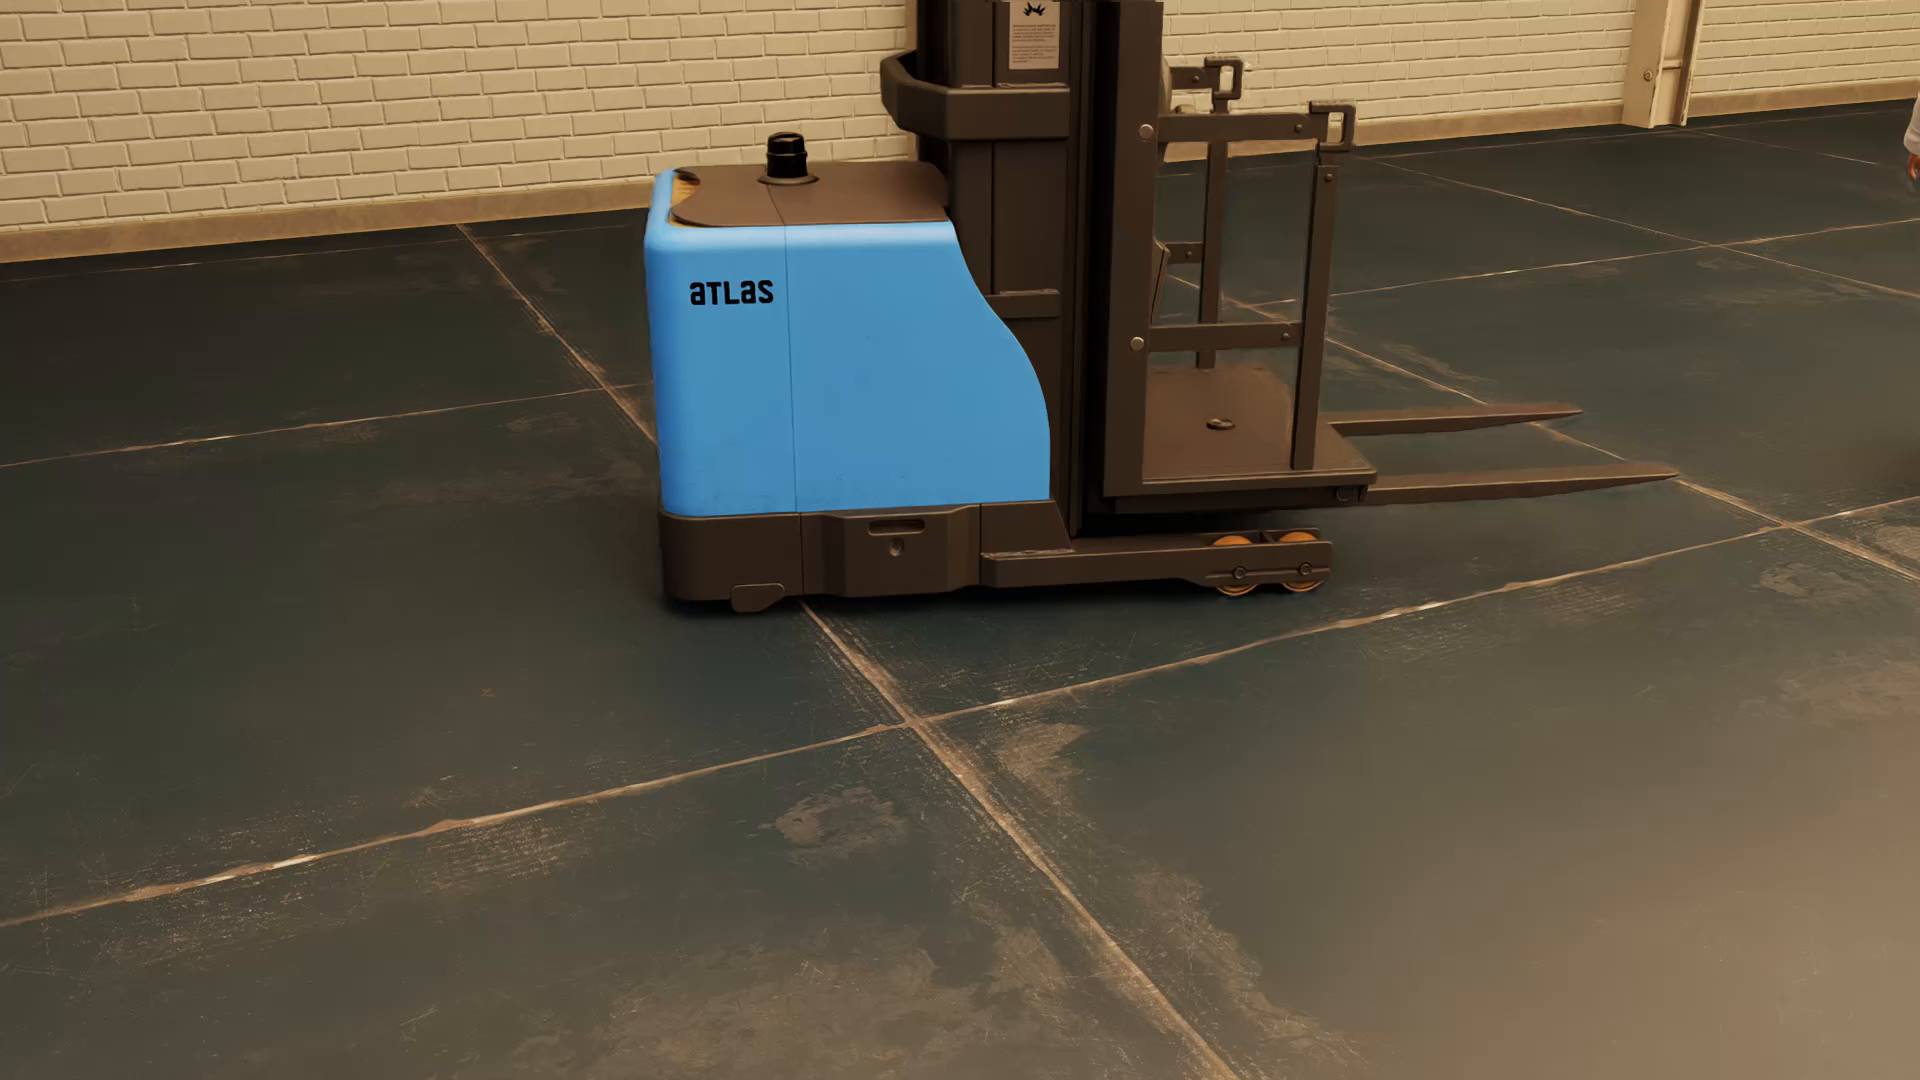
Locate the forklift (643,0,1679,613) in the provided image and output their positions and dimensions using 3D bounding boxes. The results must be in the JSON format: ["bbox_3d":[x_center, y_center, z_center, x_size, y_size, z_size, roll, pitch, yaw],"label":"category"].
[{"bbox_3d":[0.624,-1.394,4.643,3.031,2.935,1.130,-3,23,-7],"label":"forklift"}]

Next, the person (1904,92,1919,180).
[{"bbox_3d":[3.516,-1.080,5.476,0.486,1.791,0.917,-16,27,-33],"label":"person"}]
